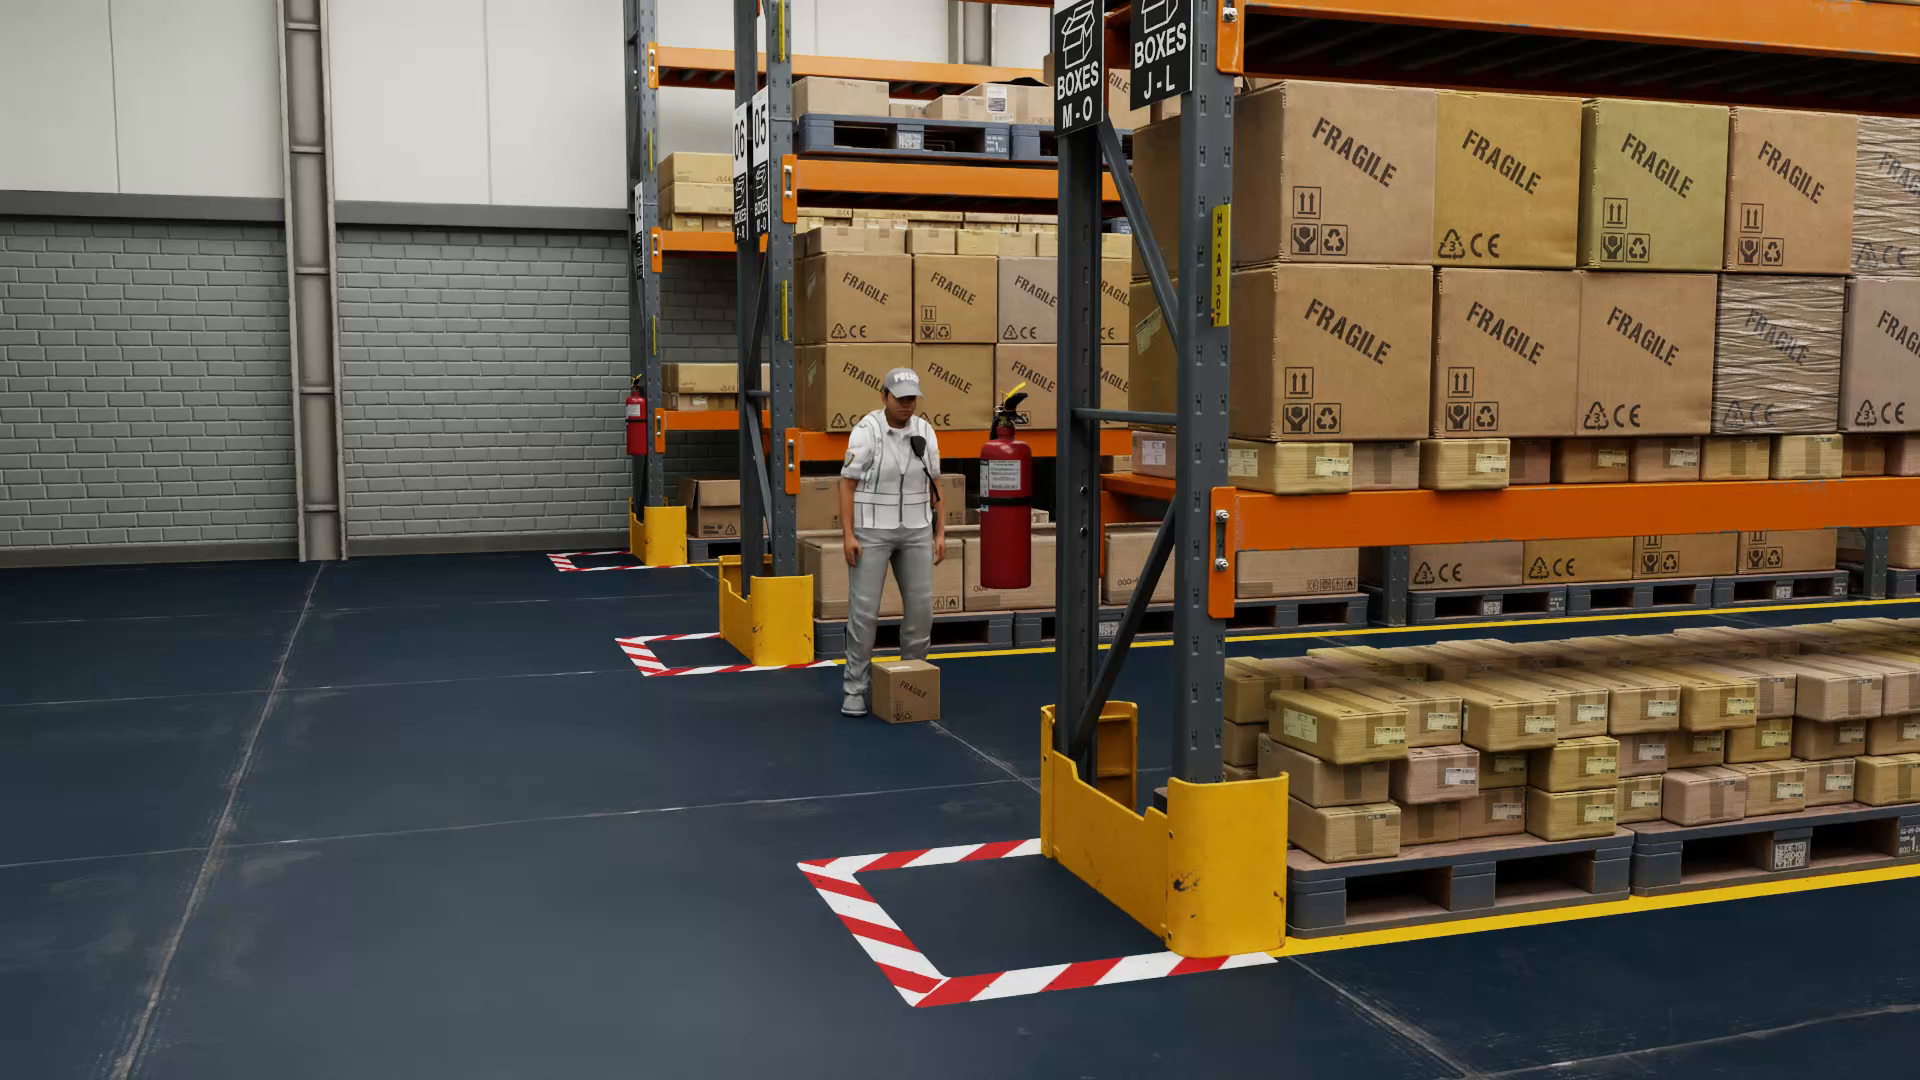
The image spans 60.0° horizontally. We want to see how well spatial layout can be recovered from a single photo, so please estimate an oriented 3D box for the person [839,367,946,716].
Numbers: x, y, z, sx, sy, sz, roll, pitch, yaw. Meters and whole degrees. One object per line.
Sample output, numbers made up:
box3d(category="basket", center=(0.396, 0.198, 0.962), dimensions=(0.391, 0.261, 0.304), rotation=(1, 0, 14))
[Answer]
box3d(category="person", center=(-0.330, -0.003, 8.067), dimensions=(0.558, 1.667, 0.467), rotation=(-2, 6, -21))
